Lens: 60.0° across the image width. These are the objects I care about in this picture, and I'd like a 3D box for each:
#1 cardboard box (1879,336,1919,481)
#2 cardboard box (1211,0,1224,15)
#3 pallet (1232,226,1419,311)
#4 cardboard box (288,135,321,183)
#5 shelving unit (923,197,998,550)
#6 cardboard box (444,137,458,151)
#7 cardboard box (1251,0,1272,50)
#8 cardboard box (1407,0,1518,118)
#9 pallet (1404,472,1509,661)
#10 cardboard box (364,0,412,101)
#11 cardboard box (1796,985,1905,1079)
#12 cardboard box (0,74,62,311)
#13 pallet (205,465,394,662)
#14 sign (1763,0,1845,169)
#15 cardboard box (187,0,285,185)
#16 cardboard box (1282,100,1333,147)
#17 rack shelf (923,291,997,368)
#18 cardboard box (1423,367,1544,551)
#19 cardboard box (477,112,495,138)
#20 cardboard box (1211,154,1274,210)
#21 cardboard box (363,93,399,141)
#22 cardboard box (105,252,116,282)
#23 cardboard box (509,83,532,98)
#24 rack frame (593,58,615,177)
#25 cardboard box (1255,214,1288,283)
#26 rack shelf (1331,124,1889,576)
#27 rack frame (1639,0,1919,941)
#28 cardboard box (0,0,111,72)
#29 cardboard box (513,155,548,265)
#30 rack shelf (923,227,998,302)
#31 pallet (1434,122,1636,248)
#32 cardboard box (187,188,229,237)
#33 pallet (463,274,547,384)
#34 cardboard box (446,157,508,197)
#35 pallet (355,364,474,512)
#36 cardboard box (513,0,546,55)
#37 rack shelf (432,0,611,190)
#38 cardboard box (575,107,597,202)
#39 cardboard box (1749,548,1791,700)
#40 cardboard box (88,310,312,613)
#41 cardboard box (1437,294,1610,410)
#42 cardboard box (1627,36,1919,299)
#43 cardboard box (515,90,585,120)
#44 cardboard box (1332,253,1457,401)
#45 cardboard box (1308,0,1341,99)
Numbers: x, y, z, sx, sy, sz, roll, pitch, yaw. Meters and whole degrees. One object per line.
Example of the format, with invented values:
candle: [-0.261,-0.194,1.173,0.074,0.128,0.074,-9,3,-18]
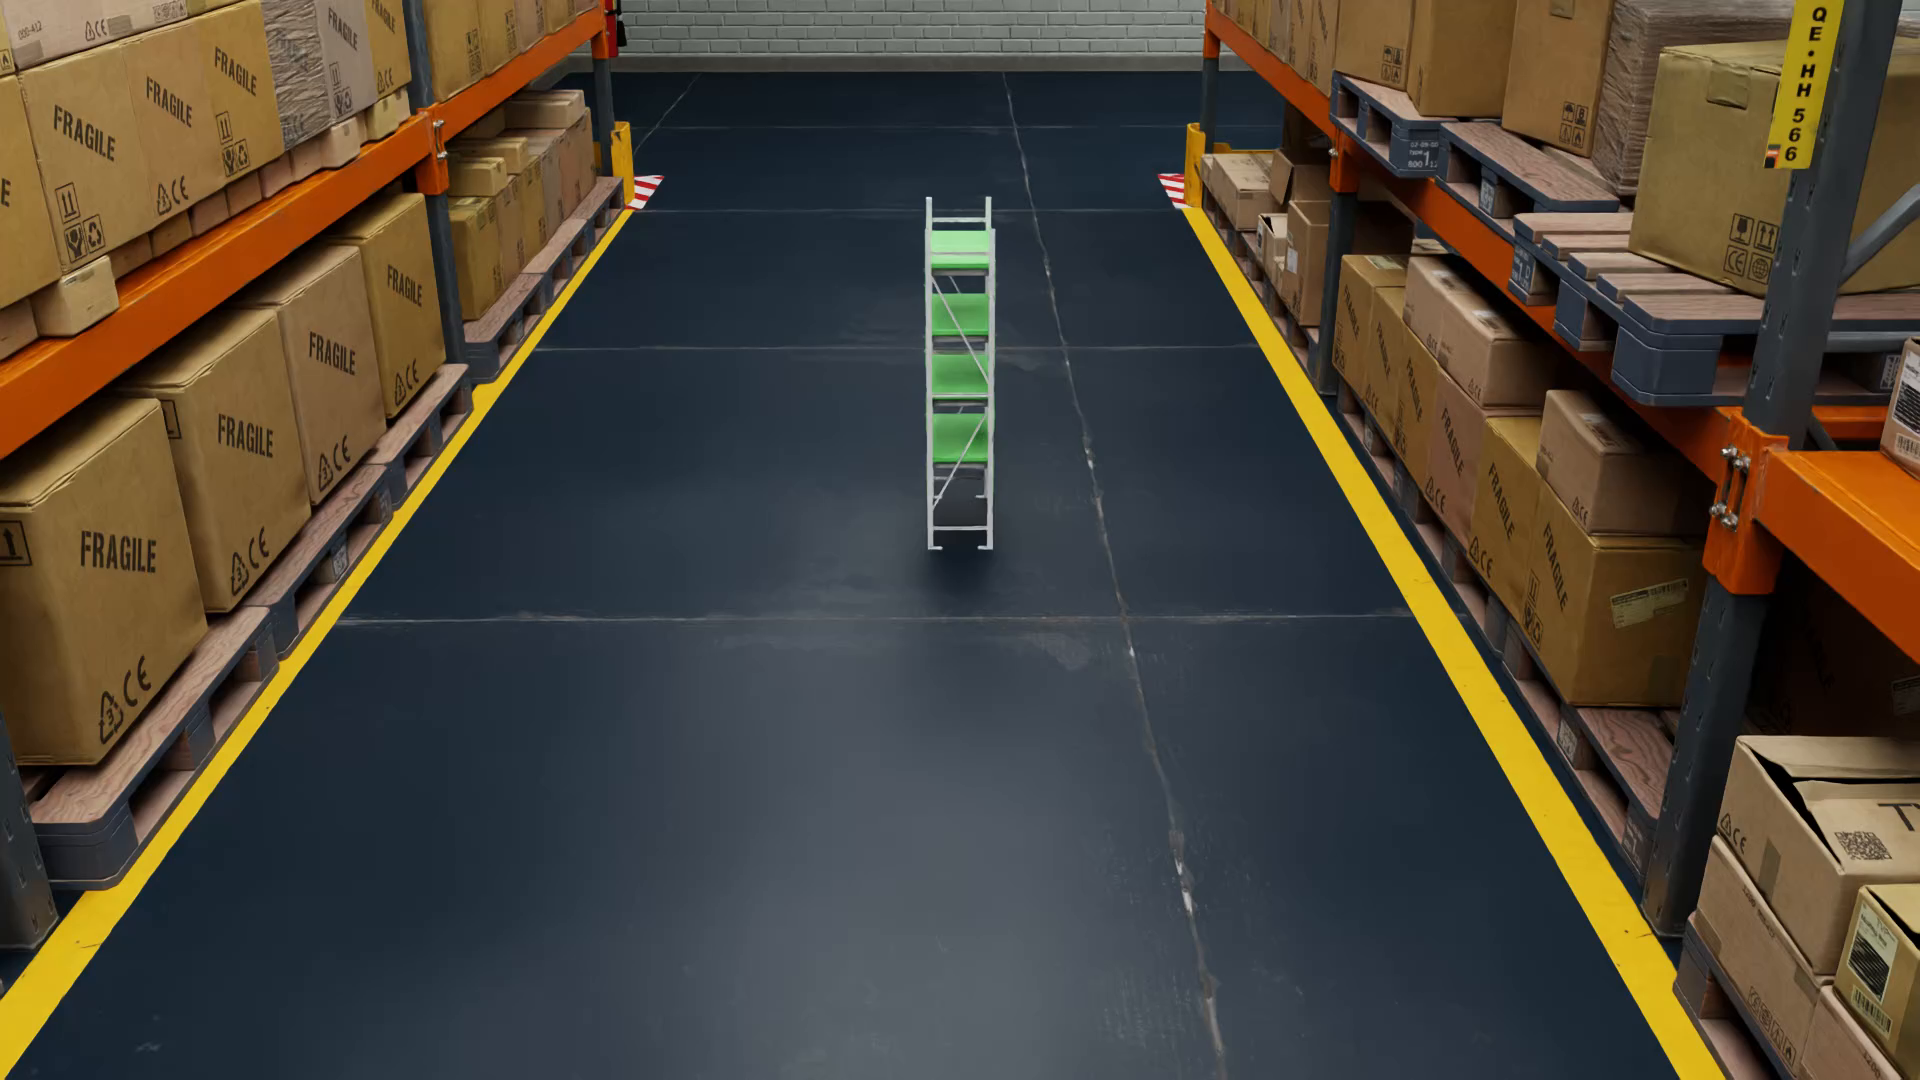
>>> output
cardboard box: [2.171,-0.221,3.208,0.500,0.311,0.500,1,24,3]
cardboard box: [1.865,-3.570,10.382,0.500,0.500,0.500,0,24,1]
pallet: [2.145,-1.577,9.480,1.003,0.211,1.213,0,24,-1]
cardboard box: [-2.517,-1.373,5.926,0.380,0.149,0.250,0,24,-1]
shelving unit: [-0.002,-0.615,6.154,0.258,1.200,0.503,0,24,-1]
cardboard box: [-2.902,-2.062,8.906,0.380,0.149,0.250,0,24,0]
cardboard box: [1.882,-2.945,8.999,0.500,0.500,0.500,0,24,0]
cardboard box: [2.020,-1.818,5.999,0.700,0.500,0.500,4,25,8]
pallet: [2.230,0.049,5.885,1.003,0.211,1.213,0,24,-1]
cardboard box: [-2.529,-2.038,6.609,0.500,0.500,0.500,-1,24,-1]
cardboard box: [1.929,1.074,3.063,0.500,0.250,0.500,-1,24,-2]
cardboard box: [-2.492,-0.780,3.827,0.500,0.500,0.500,0,24,1]
pallet: [-2.686,0.056,5.871,1.003,0.211,1.213,0,24,-1]
sign: [1.669,-0.897,3.285,0.100,0.325,0.005,0,24,-1]
cardboard box: [-2.506,-1.415,5.231,0.500,0.500,0.500,0,24,1]
cardboard box: [2.376,-2.547,10.741,0.500,0.500,0.500,0,24,-1]
rack shelf: [-0.002,-0.775,6.081,0.258,0.148,0.480,0,24,-1]
cardboard box: [1.949,-0.287,5.745,0.500,0.500,0.500,-1,24,-3]
cardboard box: [-2.911,-2.379,9.606,0.380,0.149,0.250,0,24,0]
cardboard box: [1.852,-2.225,10.332,0.500,0.250,0.500,0,24,-1]
cardboard box: [-2.473,-1.689,6.625,0.380,0.149,0.250,0,24,0]
cardboard box: [-2.553,-0.736,4.519,0.380,0.149,0.250,0,24,-1]
cardboard box: [-2.923,-2.795,10.527,0.380,0.149,0.250,0,24,0]
rack frame: [-2.830,-3.685,10.757,1.000,3.000,0.127,0,24,-1]
cardboard box: [1.869,-1.578,8.828,0.500,0.311,0.500,0,24,-1]
rack shelf: [2.189,-0.908,5.491,1.077,0.370,4.000,0,24,-1]
rack frame: [2.211,-0.412,3.521,1.000,3.000,0.127,0,24,-1]
cardboard box: [-2.496,-1.330,4.134,0.500,0.250,0.500,-1,24,-1]
cardboard box: [-2.697,-1.816,9.149,0.700,0.500,0.500,0,24,1]
rack shelf: [-0.002,-0.994,5.982,0.258,0.148,0.480,0,24,-1]
pallet: [2.185,-1.126,5.332,1.003,0.211,1.213,0,24,-1]
cardboard box: [-2.542,-1.052,5.216,0.380,0.149,0.250,0,24,0]
pallet: [-2.716,-1.080,8.381,1.003,0.211,1.213,0,24,-1]
cardboard box: [-2.513,-1.835,8.404,0.380,0.149,0.250,1,24,1]
pallet: [-2.702,-0.448,6.985,1.003,0.211,1.213,0,24,-1]
cardboard box: [-2.796,-2.997,8.873,0.980,0.700,0.700,-1,24,-3]
rack shelf: [-2.808,-2.533,9.083,1.077,0.370,4.000,0,24,-1]
cardboard box: [-2.722,-2.449,10.549,0.700,0.500,0.500,0,24,-1]
cardboard box: [2.481,0.122,4.840,0.500,0.500,0.500,-1,24,-2]
cardboard box: [-2.622,-0.265,5.294,0.750,0.750,0.750,0,24,-1]
cardboard box: [1.946,-0.644,5.624,0.500,0.250,0.500,-1,24,-2]
cardboard box: [2.091,-0.908,3.987,0.700,0.500,0.500,-9,26,-18]
cardboard box: [-2.538,-2.693,10.300,0.380,0.149,0.250,-1,24,-1]
cardboard box: [1.929,-0.921,7.147,0.500,0.500,0.500,-1,24,-3]
cardboard box: [1.905,-2.311,7.598,0.500,0.500,0.500,0,24,0]
